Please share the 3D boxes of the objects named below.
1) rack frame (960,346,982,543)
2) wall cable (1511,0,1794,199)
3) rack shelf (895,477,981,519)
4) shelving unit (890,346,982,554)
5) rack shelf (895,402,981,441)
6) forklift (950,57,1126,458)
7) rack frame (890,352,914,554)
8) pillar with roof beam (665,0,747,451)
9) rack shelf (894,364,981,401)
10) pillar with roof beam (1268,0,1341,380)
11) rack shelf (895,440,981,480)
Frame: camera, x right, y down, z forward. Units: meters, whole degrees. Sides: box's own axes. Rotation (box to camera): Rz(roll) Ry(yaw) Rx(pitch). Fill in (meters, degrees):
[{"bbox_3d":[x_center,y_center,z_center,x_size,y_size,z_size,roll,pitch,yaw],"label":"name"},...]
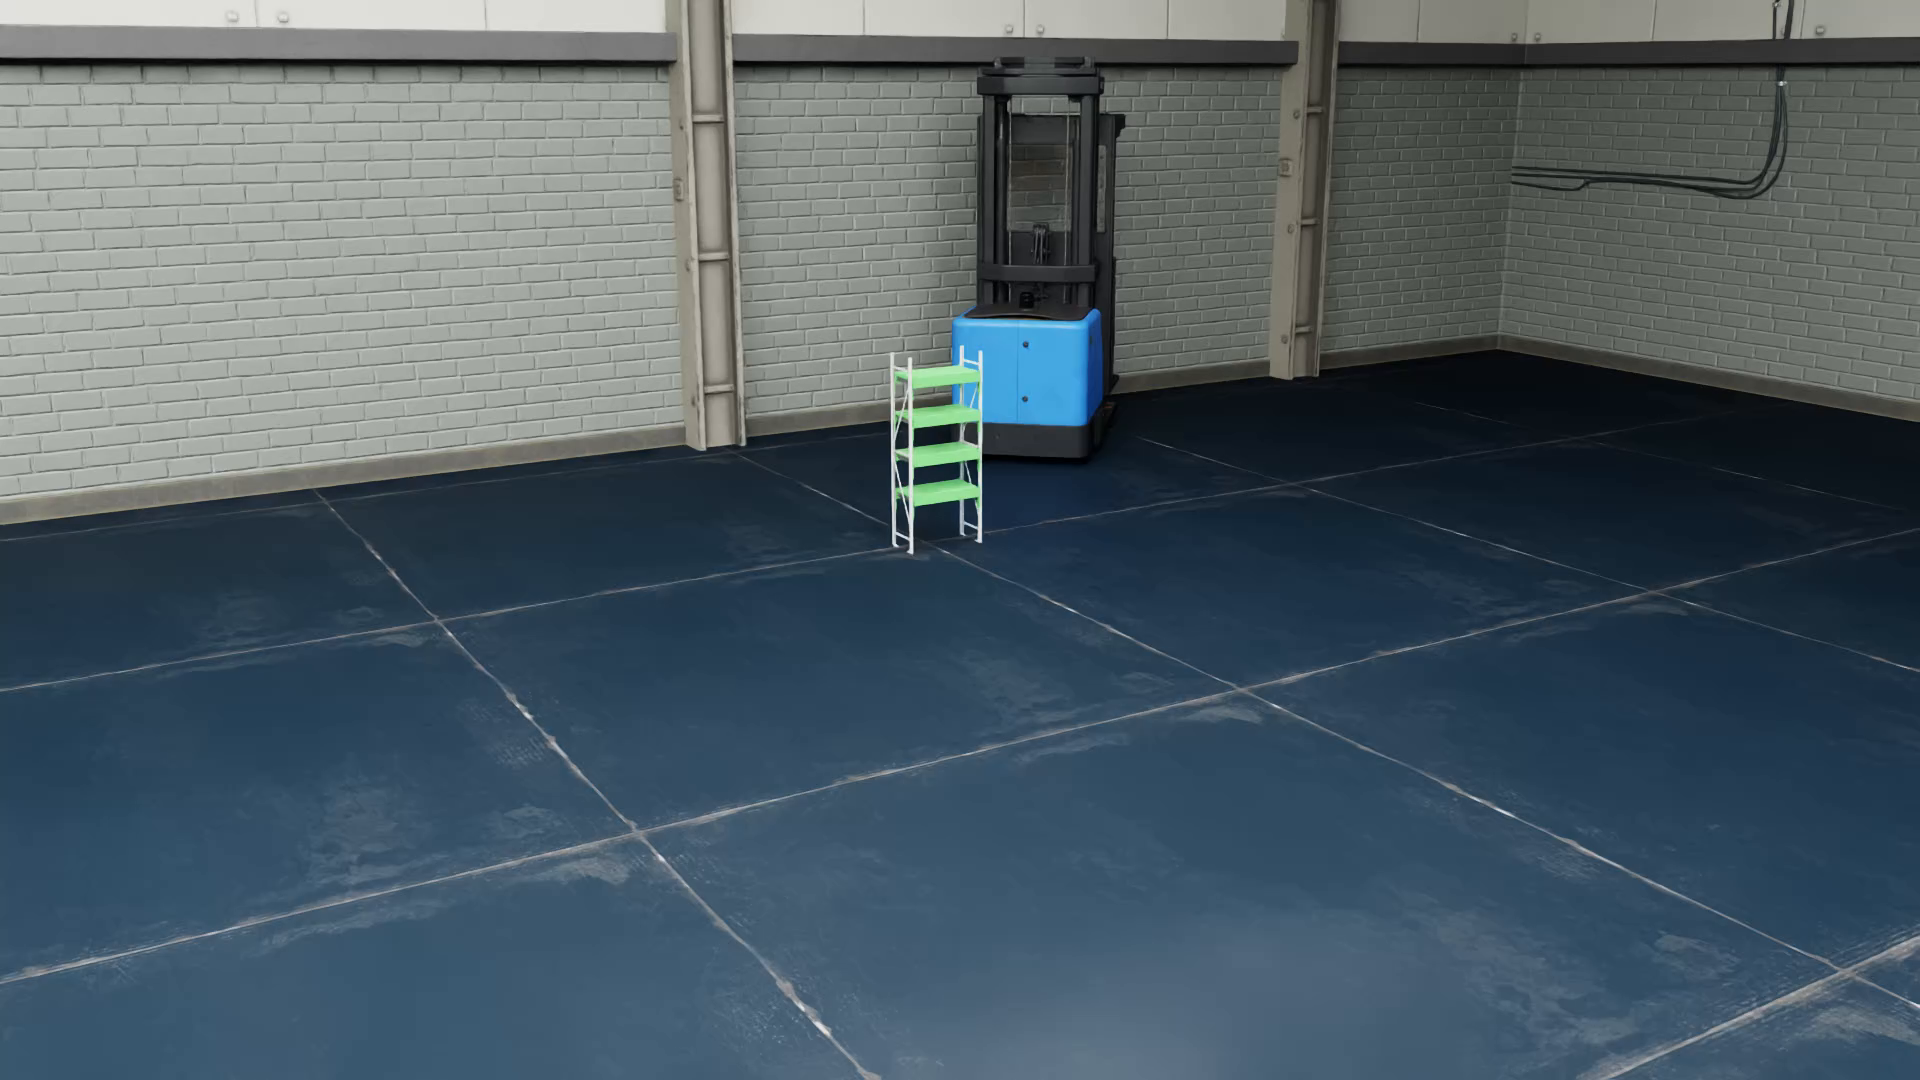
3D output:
[{"bbox_3d":[0.067,-0.589,10.287,0.015,1.200,0.240,-9,18,-30],"label":"rack frame"},{"bbox_3d":[6.426,-4.528,15.644,0.112,2.526,3.097,-9,18,-30],"label":"wall cable"},{"bbox_3d":[-0.142,-0.262,10.248,0.480,0.148,0.258,-9,18,-30],"label":"rack shelf"},{"bbox_3d":[-0.142,-0.555,10.166,0.503,1.200,0.258,-9,18,-30],"label":"shelving unit"},{"bbox_3d":[-0.142,-0.724,10.118,0.480,0.148,0.258,-9,18,-30],"label":"rack shelf"},{"bbox_3d":[0.723,-2.372,13.440,1.130,2.935,3.031,3,16,11],"label":"forklift"},{"bbox_3d":[-0.351,-0.521,10.045,0.015,1.200,0.240,-9,18,-30],"label":"rack frame"},{"bbox_3d":[0.294,-4.090,8.327,0.400,9.000,9.100,-9,18,-30],"label":"pillar with roof beam"},{"bbox_3d":[-0.142,-0.955,10.053,0.480,0.148,0.258,-9,18,-30],"label":"rack shelf"},{"bbox_3d":[5.437,-4.924,11.303,0.400,9.000,9.100,-9,18,-30],"label":"pillar with roof beam"},{"bbox_3d":[-0.142,-0.493,10.183,0.480,0.148,0.258,-9,18,-30],"label":"rack shelf"}]
